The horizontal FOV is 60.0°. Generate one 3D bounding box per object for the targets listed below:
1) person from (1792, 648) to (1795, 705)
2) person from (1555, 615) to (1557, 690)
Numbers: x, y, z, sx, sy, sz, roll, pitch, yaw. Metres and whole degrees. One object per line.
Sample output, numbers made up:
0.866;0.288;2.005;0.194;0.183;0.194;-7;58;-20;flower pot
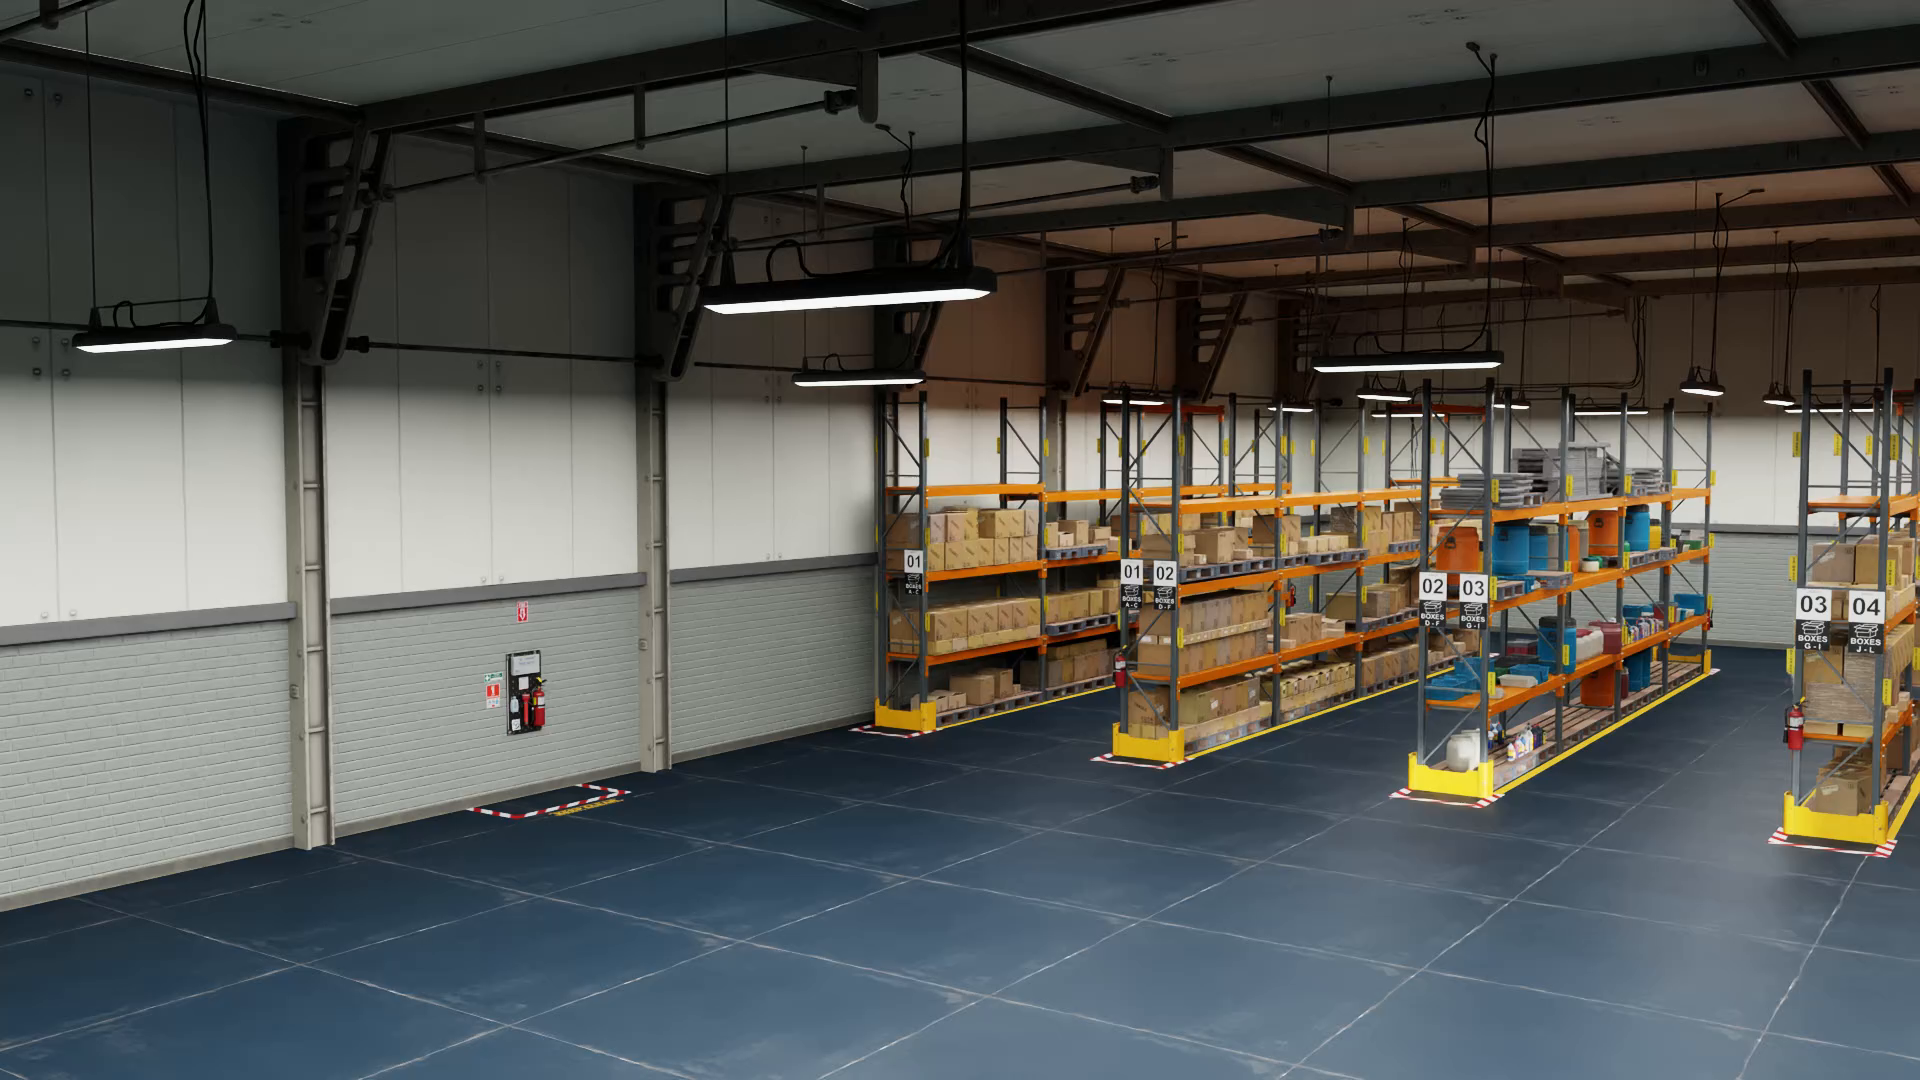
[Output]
15.465;2.481;30.402;0.467;1.634;0.871;2;4;33;person
12.239;2.379;34.171;0.483;1.468;0.538;1;3;19;person
